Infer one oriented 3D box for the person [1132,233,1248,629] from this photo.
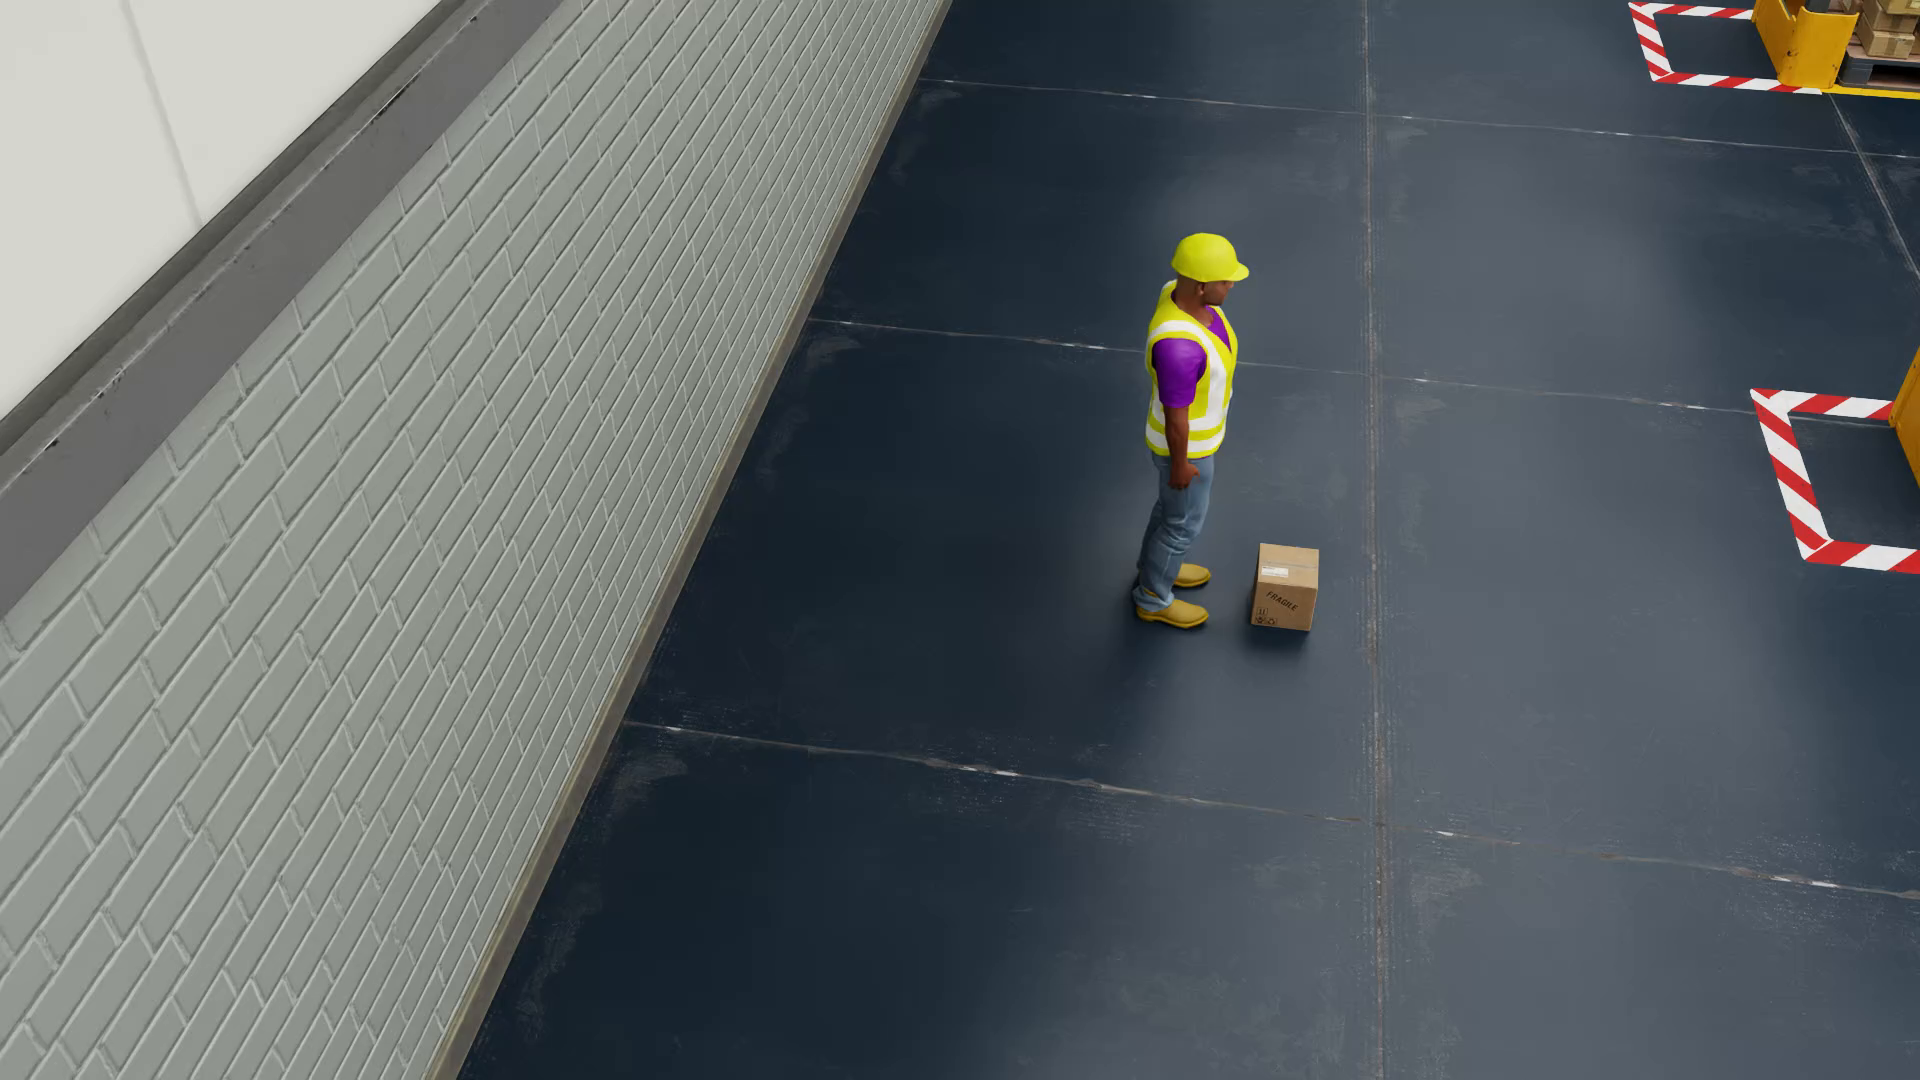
[{"bbox_3d":[0.906,-0.441,6.660,0.366,1.763,0.565,7,41,9],"label":"person"}]
